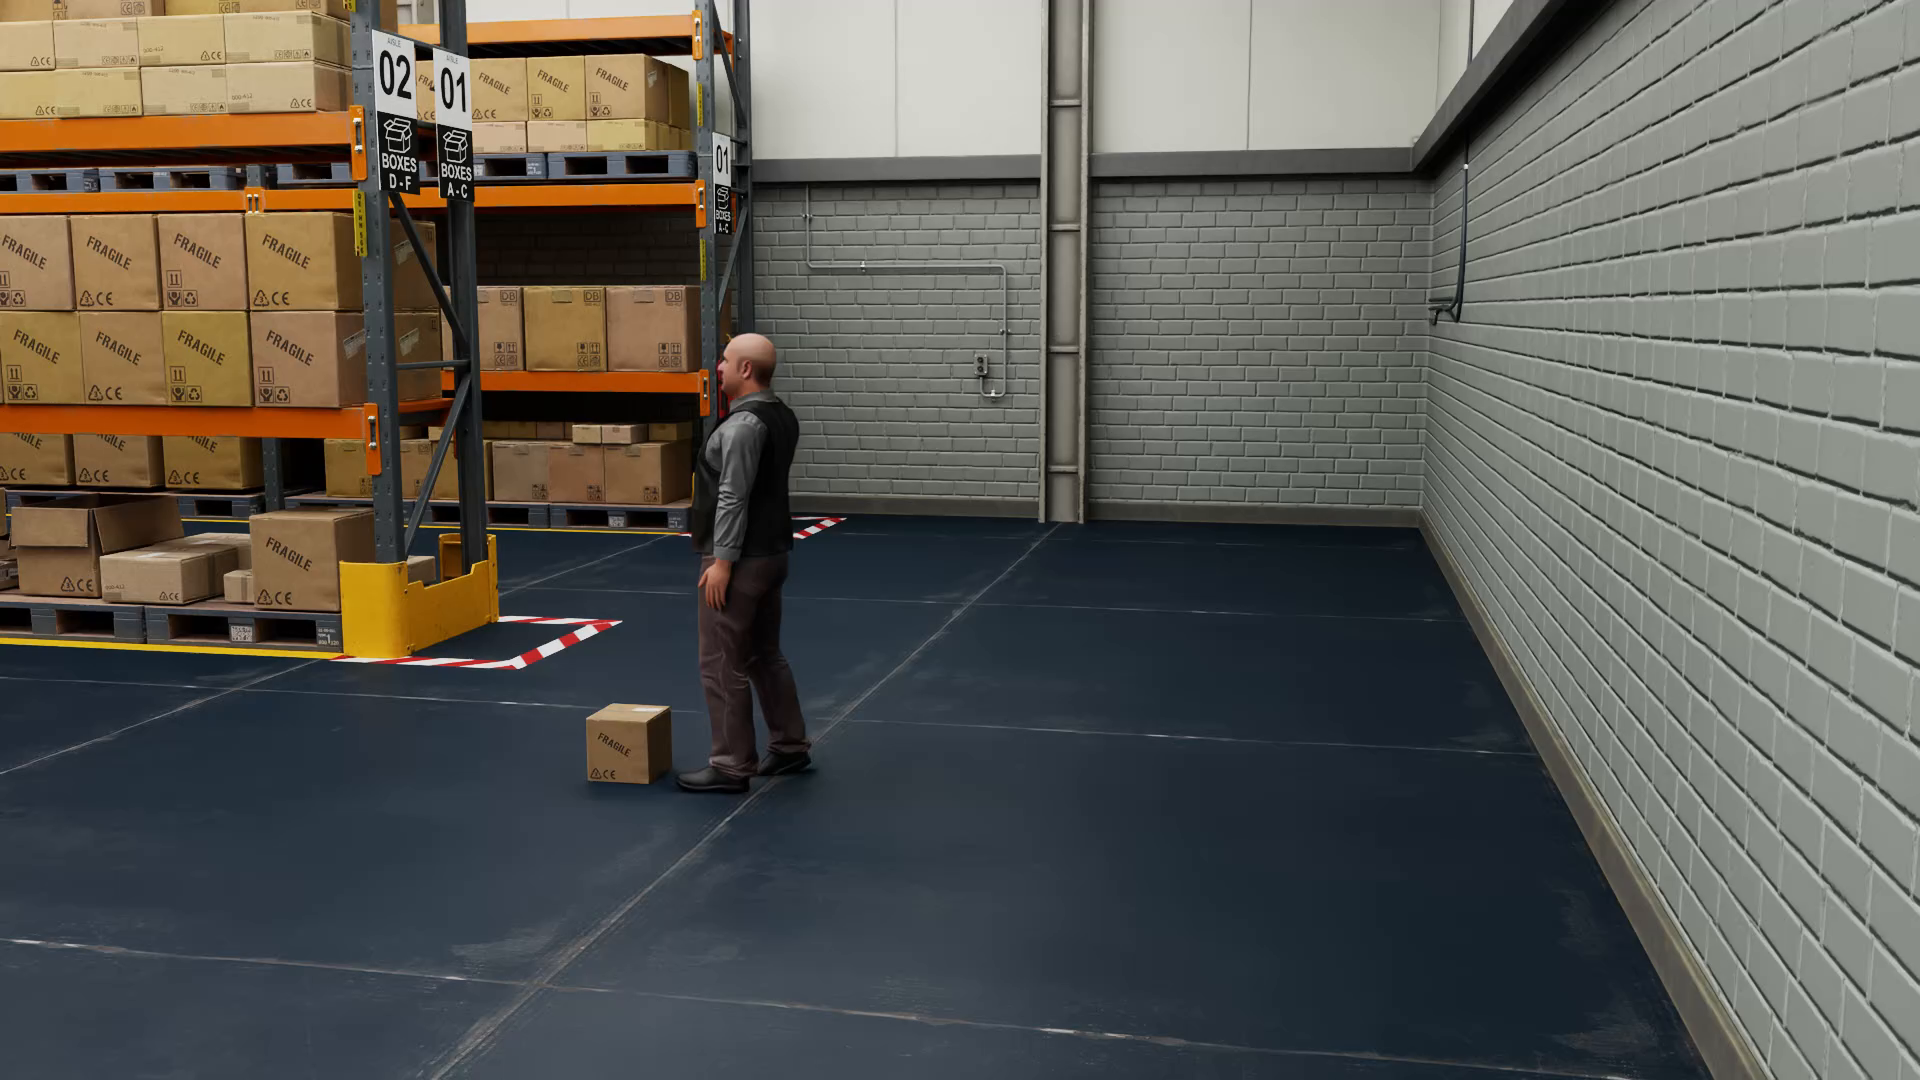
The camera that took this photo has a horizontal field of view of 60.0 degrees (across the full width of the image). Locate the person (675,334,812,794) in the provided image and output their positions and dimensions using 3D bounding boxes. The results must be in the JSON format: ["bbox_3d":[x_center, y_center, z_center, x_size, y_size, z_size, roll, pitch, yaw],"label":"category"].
[{"bbox_3d":[-0.842,0.103,6.307,0.452,1.760,0.540,2,8,13],"label":"person"}]
